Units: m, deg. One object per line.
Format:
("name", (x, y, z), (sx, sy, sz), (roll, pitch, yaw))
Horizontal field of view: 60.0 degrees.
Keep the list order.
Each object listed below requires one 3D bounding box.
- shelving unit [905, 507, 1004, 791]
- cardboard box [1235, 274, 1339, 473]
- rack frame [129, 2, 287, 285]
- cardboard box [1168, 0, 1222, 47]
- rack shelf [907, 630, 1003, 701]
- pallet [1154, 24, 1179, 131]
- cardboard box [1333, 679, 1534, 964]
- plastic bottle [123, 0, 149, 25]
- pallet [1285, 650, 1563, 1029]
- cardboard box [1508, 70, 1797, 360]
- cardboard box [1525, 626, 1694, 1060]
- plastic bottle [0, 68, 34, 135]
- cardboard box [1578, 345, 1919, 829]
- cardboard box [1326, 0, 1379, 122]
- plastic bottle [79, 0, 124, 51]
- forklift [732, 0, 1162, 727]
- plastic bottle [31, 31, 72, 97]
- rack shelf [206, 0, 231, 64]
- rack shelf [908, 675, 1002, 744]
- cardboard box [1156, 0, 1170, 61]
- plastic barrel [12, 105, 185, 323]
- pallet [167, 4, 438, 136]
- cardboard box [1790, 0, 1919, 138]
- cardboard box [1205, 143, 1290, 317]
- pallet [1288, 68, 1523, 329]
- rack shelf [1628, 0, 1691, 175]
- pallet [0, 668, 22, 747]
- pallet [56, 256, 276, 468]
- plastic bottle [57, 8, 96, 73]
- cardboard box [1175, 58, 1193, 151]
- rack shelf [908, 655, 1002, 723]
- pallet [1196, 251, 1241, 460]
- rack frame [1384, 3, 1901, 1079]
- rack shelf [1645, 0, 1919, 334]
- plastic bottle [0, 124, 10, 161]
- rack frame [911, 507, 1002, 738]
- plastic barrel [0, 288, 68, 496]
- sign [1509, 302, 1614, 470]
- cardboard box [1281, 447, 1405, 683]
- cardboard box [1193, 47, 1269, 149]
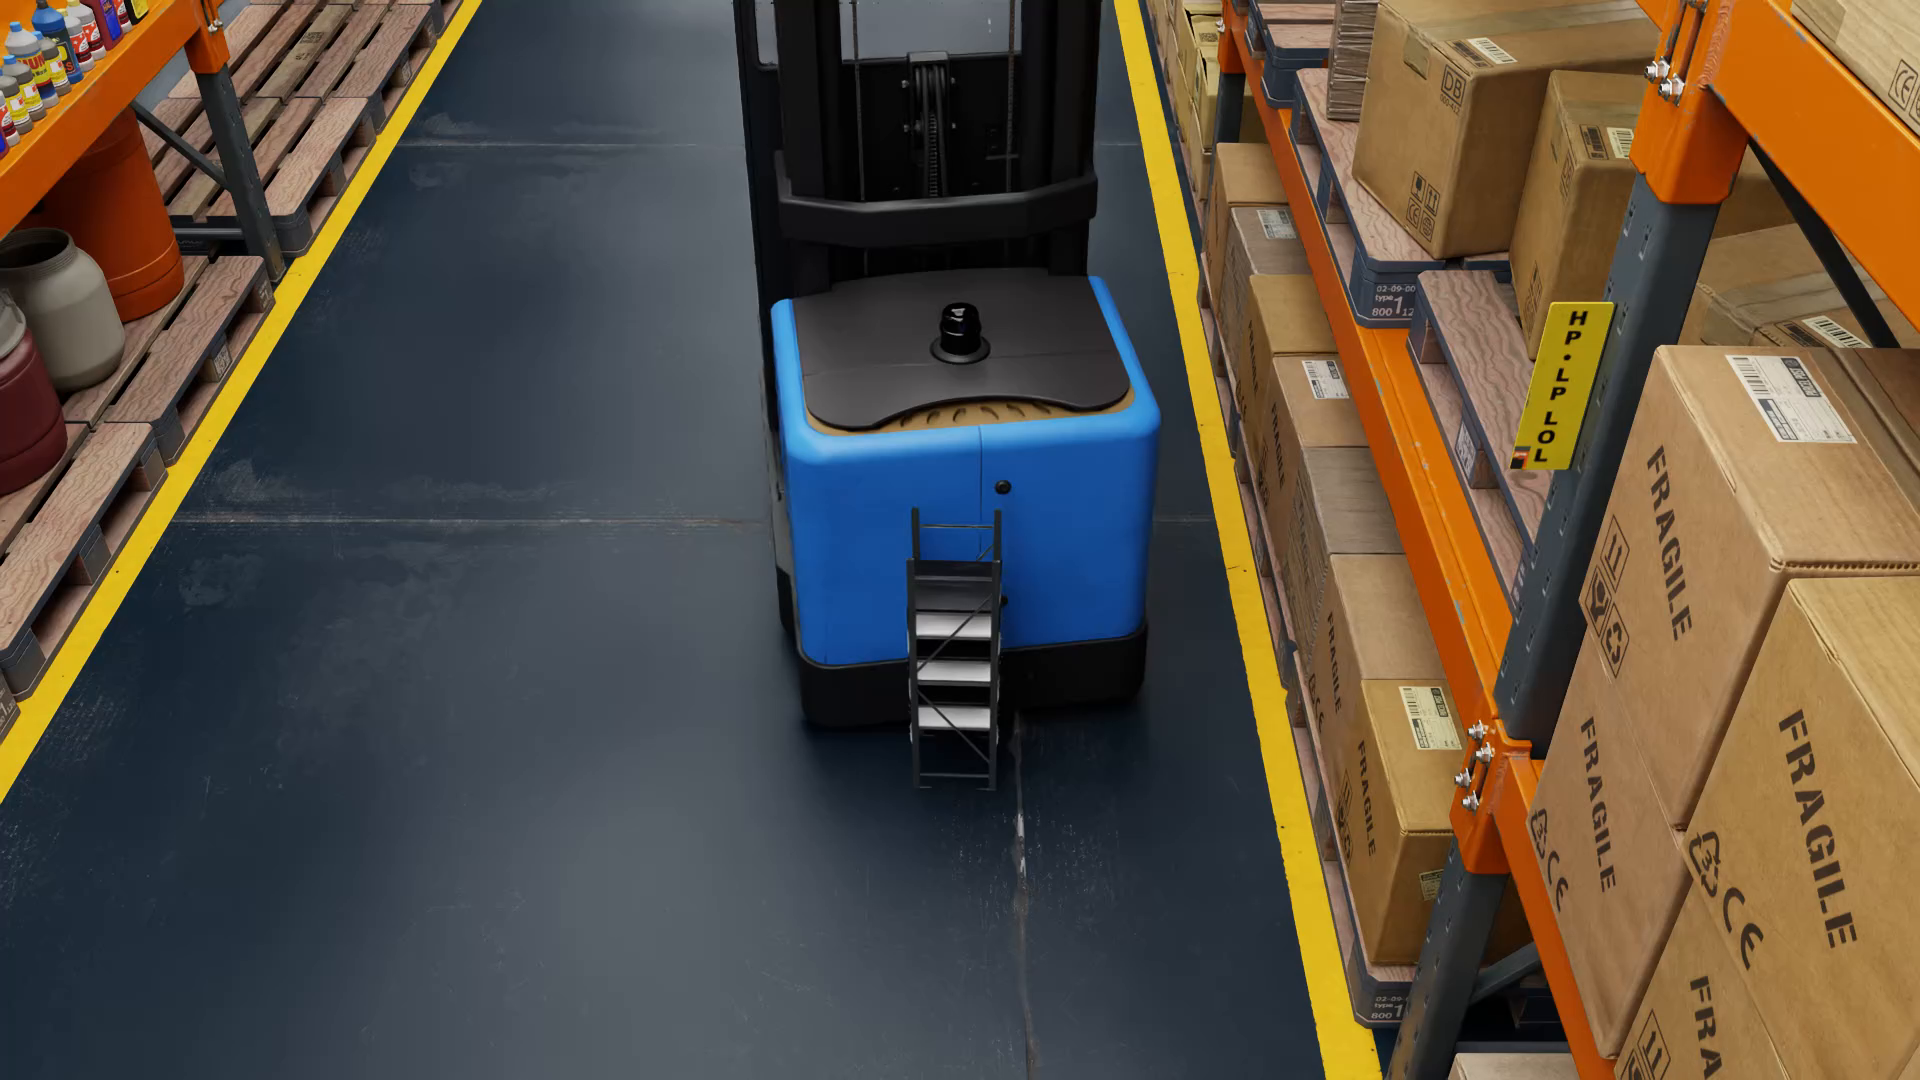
("shelving unit", (-0.012, 0.322, 4.621), (0.258, 0.900, 0.210), (1, 42, 2))
("cardboard box", (1.254, -0.571, 5.711), (0.500, 0.500, 0.500), (-1, 39, -1))
("rack frame", (-3.416, -2.300, 6.221), (1.000, 3.000, 0.127), (0, 39, 0))
("cardboard box", (1.285, -2.579, 7.984), (0.500, 0.311, 0.500), (0, 39, 0))
("rack shelf", (-0.012, 0.347, 4.643), (0.258, 0.077, 0.200), (1, 42, 2))
("pallet", (1.577, -2.489, 8.687), (1.003, 0.211, 1.213), (0, 39, 0))
("cardboard box", (1.255, 0.696, 4.130), (0.500, 0.500, 0.500), (0, 39, 0))
("plastic bottle", (-2.989, -2.001, 5.942), (0.061, 0.283, 0.133), (0, 39, 0))
("pallet", (1.503, 0.780, 4.608), (1.003, 0.211, 1.213), (0, 39, 0))
("cardboard box", (1.701, -0.729, 3.845), (0.700, 0.500, 0.500), (6, 39, 7))
("cardboard box", (1.270, 0.480, 2.672), (0.500, 0.500, 0.500), (1, 39, 1))
("plastic bottle", (-3.006, -1.388, 5.242), (0.097, 0.201, 0.097), (0, 39, 0))
("cardboard box", (1.261, 0.066, 2.389), (0.500, 0.500, 0.500), (1, 39, 1))
("cardboard box", (1.461, -1.538, 4.855), (0.700, 0.500, 0.500), (7, 39, 8))
("plastic bottle", (-2.989, -1.857, 5.762), (0.061, 0.283, 0.133), (0, 39, 0))
("forklift", (-0.161, -1.506, 5.286), (1.130, 2.935, 3.031), (-5, 39, -7))
("plastic bottle", (-3.007, -1.570, 5.470), (0.097, 0.201, 0.097), (0, 39, 0))
("rack shelf", (-3.418, -3.270, 8.007), (1.077, 0.370, 4.000), (0, 39, 0))
("rack shelf", (-0.012, 0.481, 4.763), (0.258, 0.077, 0.200), (1, 42, 2))
("cardboard box", (1.288, -2.679, 8.557), (0.500, 0.250, 0.500), (1, 39, 1))
("plastic barrel", (-3.399, -1.311, 6.387), (0.600, 0.830, 0.708), (0, 39, 0))
("pallet", (-3.377, -2.457, 8.647), (1.003, 0.211, 1.213), (0, 39, 0))
("cardboard box", (1.295, -0.607, 1.830), (0.500, 0.250, 0.500), (0, 39, 0))
("cardboard box", (1.252, -1.212, 6.511), (0.500, 0.500, 0.500), (2, 39, 2))
("pallet", (1.544, -1.010, 4.765), (1.003, 0.211, 1.213), (0, 39, 0))
("rack shelf", (1.539, -1.940, 3.949), (1.077, 0.370, 4.000), (0, 39, 0))
("pallet", (-3.371, 0.807, 4.574), (1.003, 0.211, 1.213), (0, 39, 0))
("pallet", (-3.374, -0.718, 6.478), (1.003, 0.211, 1.213), (0, 39, 0))
("plastic bottle", (-3.007, -1.692, 5.622), (0.097, 0.201, 0.097), (0, 39, 0))
("cardboard box", (1.289, -2.043, 7.764), (0.500, 0.250, 0.500), (0, 39, -1))
("rack shelf", (-0.012, 0.414, 4.703), (0.258, 0.077, 0.200), (1, 42, 2))
("pallet", (1.500, -0.746, 6.512), (1.003, 0.211, 1.213), (0, 39, 0))
("rack frame", (1.545, 0.201, 3.101), (0.949, 2.616, 0.053), (0, 39, 0))
("rack shelf", (1.544, 0.561, 0.827), (1.077, 0.370, 4.000), (0, 39, 0))
("plastic bottle", (-2.988, -1.287, 5.050), (0.061, 0.283, 0.133), (0, 39, 0))
("rack frame", (-0.008, 0.254, 4.697), (0.240, 0.900, 0.006), (1, 42, 2))
("plastic barrel", (-3.397, -0.510, 5.581), (0.600, 0.588, 0.708), (0, 39, 0))
("sign", (0.987, -0.249, 2.736), (0.100, 0.325, 0.005), (0, 39, 0))
("cardboard box", (1.262, 0.073, 4.907), (0.500, 0.500, 0.500), (0, 39, 1))
("cardboard box", (1.290, -1.938, 7.184), (0.500, 0.311, 0.500), (1, 39, 1))
